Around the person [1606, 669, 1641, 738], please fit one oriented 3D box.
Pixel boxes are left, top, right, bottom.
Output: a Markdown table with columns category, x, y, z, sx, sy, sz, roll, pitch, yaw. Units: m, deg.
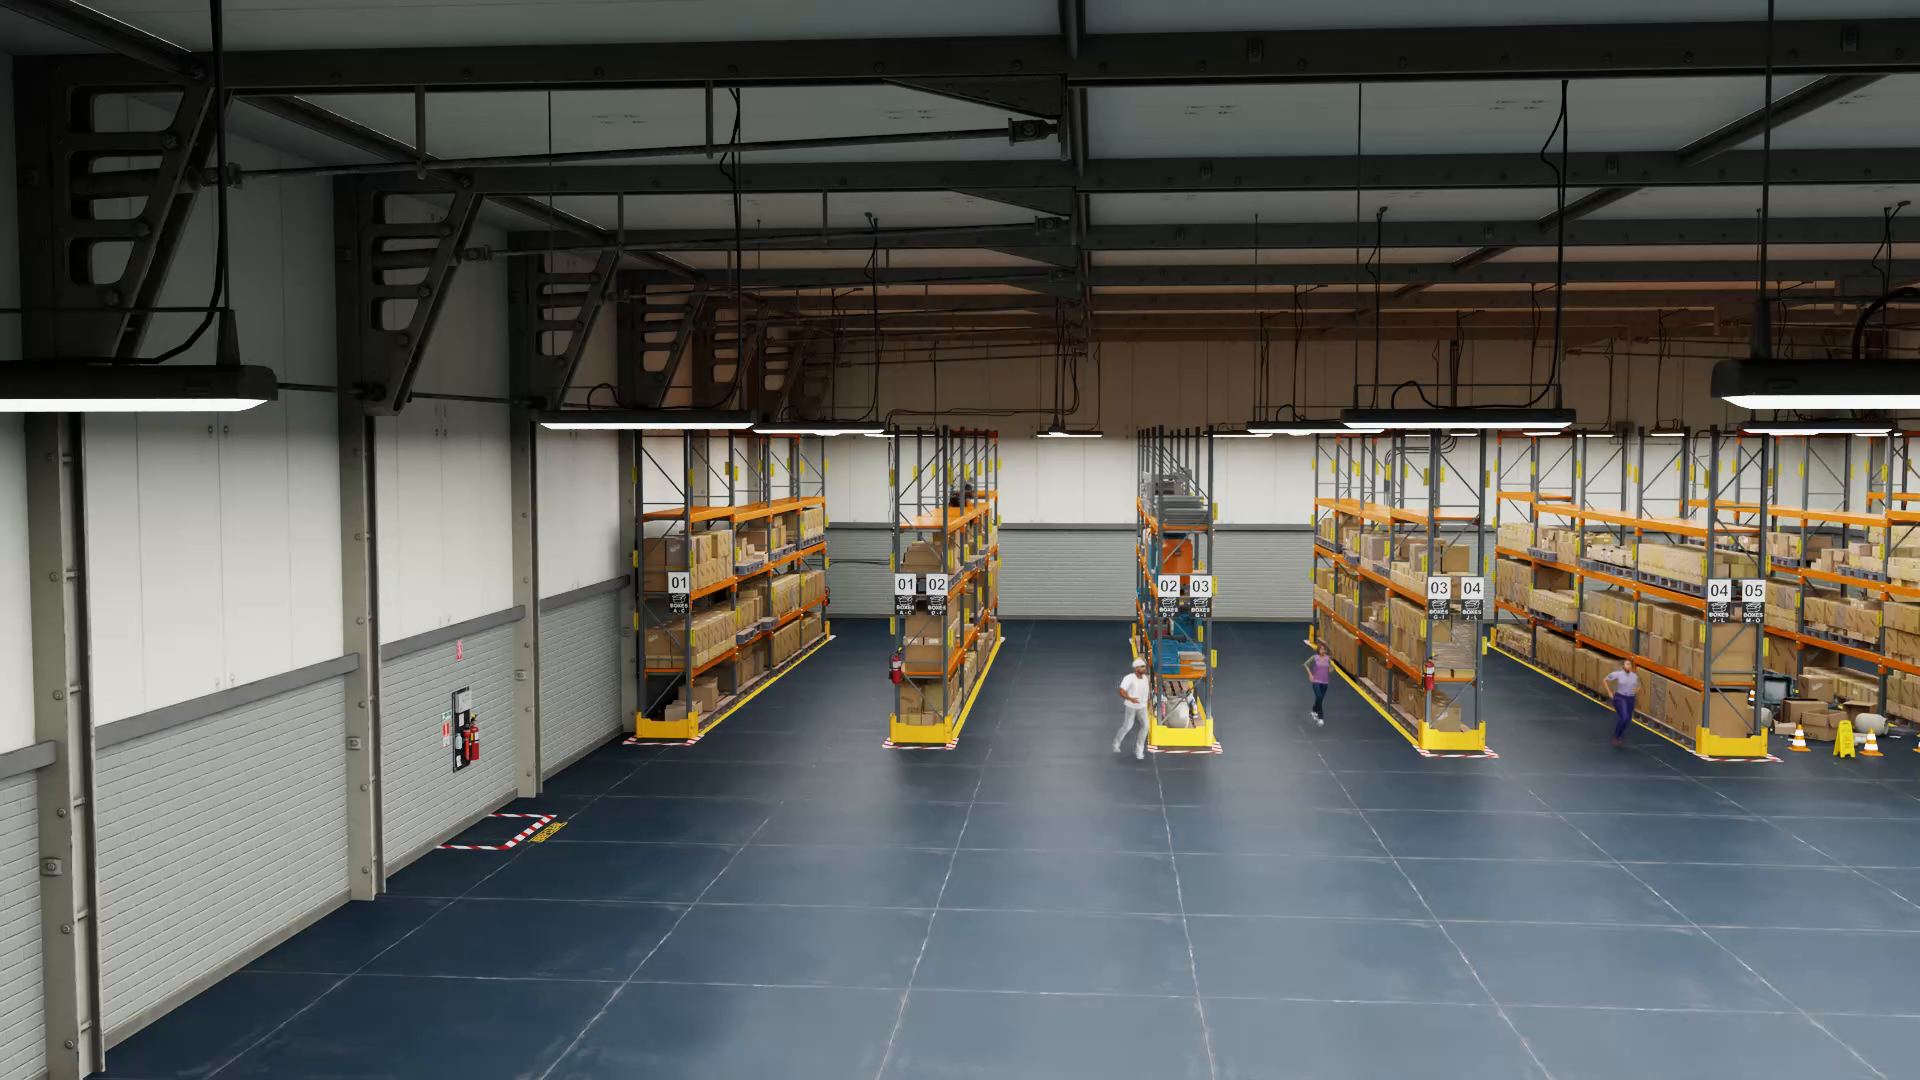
| category | x | y | z | sx | sy | sz | roll | pitch | yaw |
| --- | --- | --- | --- | --- | --- | --- | --- | --- | --- |
| person | 12.461 | 3.090 | 31.123 | 0.580 | 1.341 | 0.593 | -1 | 4 | -17 |

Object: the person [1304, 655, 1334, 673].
| category | x | y | z | sx | sy | sz | roll | pitch | yaw |
| --- | --- | --- | --- | --- | --- | --- | --- | --- | --- |
| person | 7.250 | 2.593 | 33.496 | 0.528 | 0.551 | 0.411 | -1 | 3 | -11 |

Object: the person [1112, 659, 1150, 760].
| category | x | y | z | sx | sy | sz | roll | pitch | yaw |
| --- | --- | --- | --- | --- | --- | --- | --- | --- | --- |
| person | 3.192 | 3.048 | 30.116 | 0.730 | 1.786 | 0.738 | -2 | 4 | -32 |
